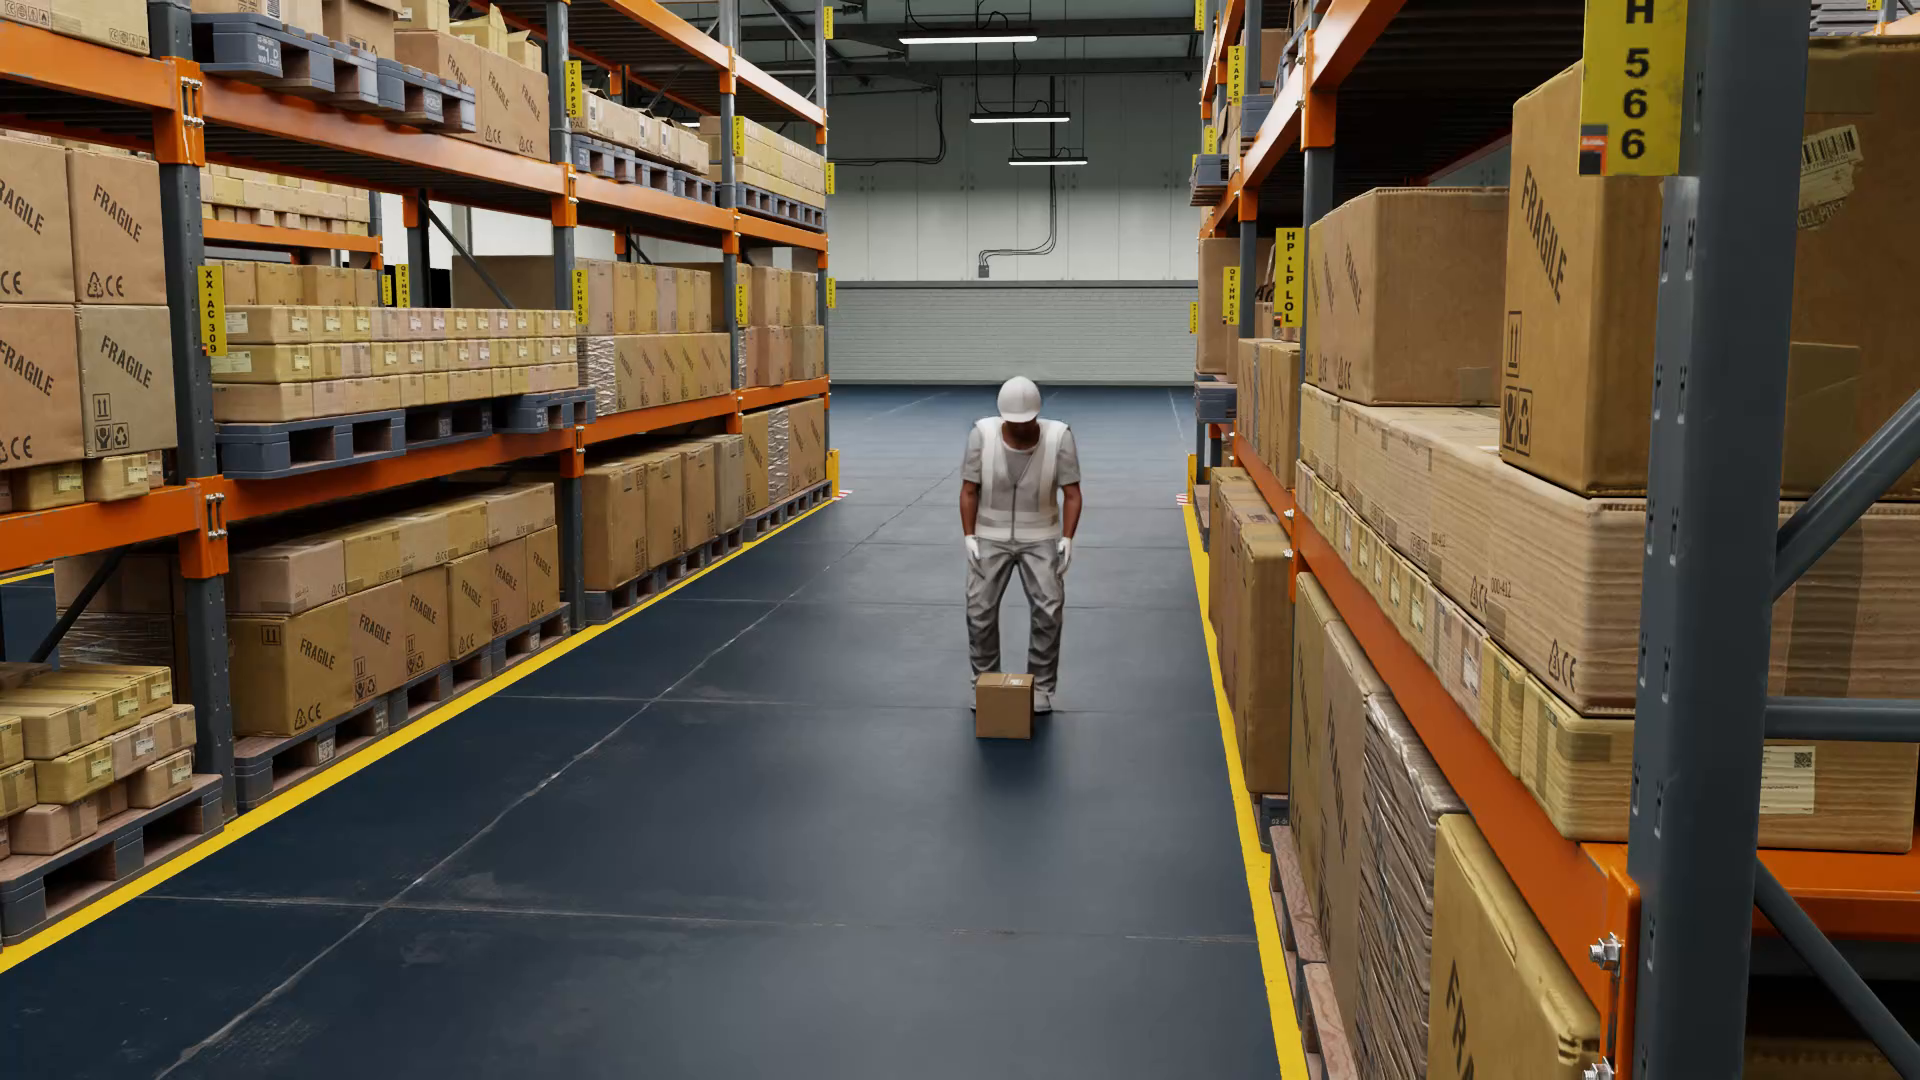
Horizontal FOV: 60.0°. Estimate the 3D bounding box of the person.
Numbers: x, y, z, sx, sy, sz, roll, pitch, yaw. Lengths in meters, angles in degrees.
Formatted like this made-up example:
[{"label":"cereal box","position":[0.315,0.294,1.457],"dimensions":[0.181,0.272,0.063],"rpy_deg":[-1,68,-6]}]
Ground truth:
[{"label":"person","position":[0.299,0.022,8.092],"dimensions":[0.594,1.644,0.584],"rpy_deg":[1,8,7]}]
